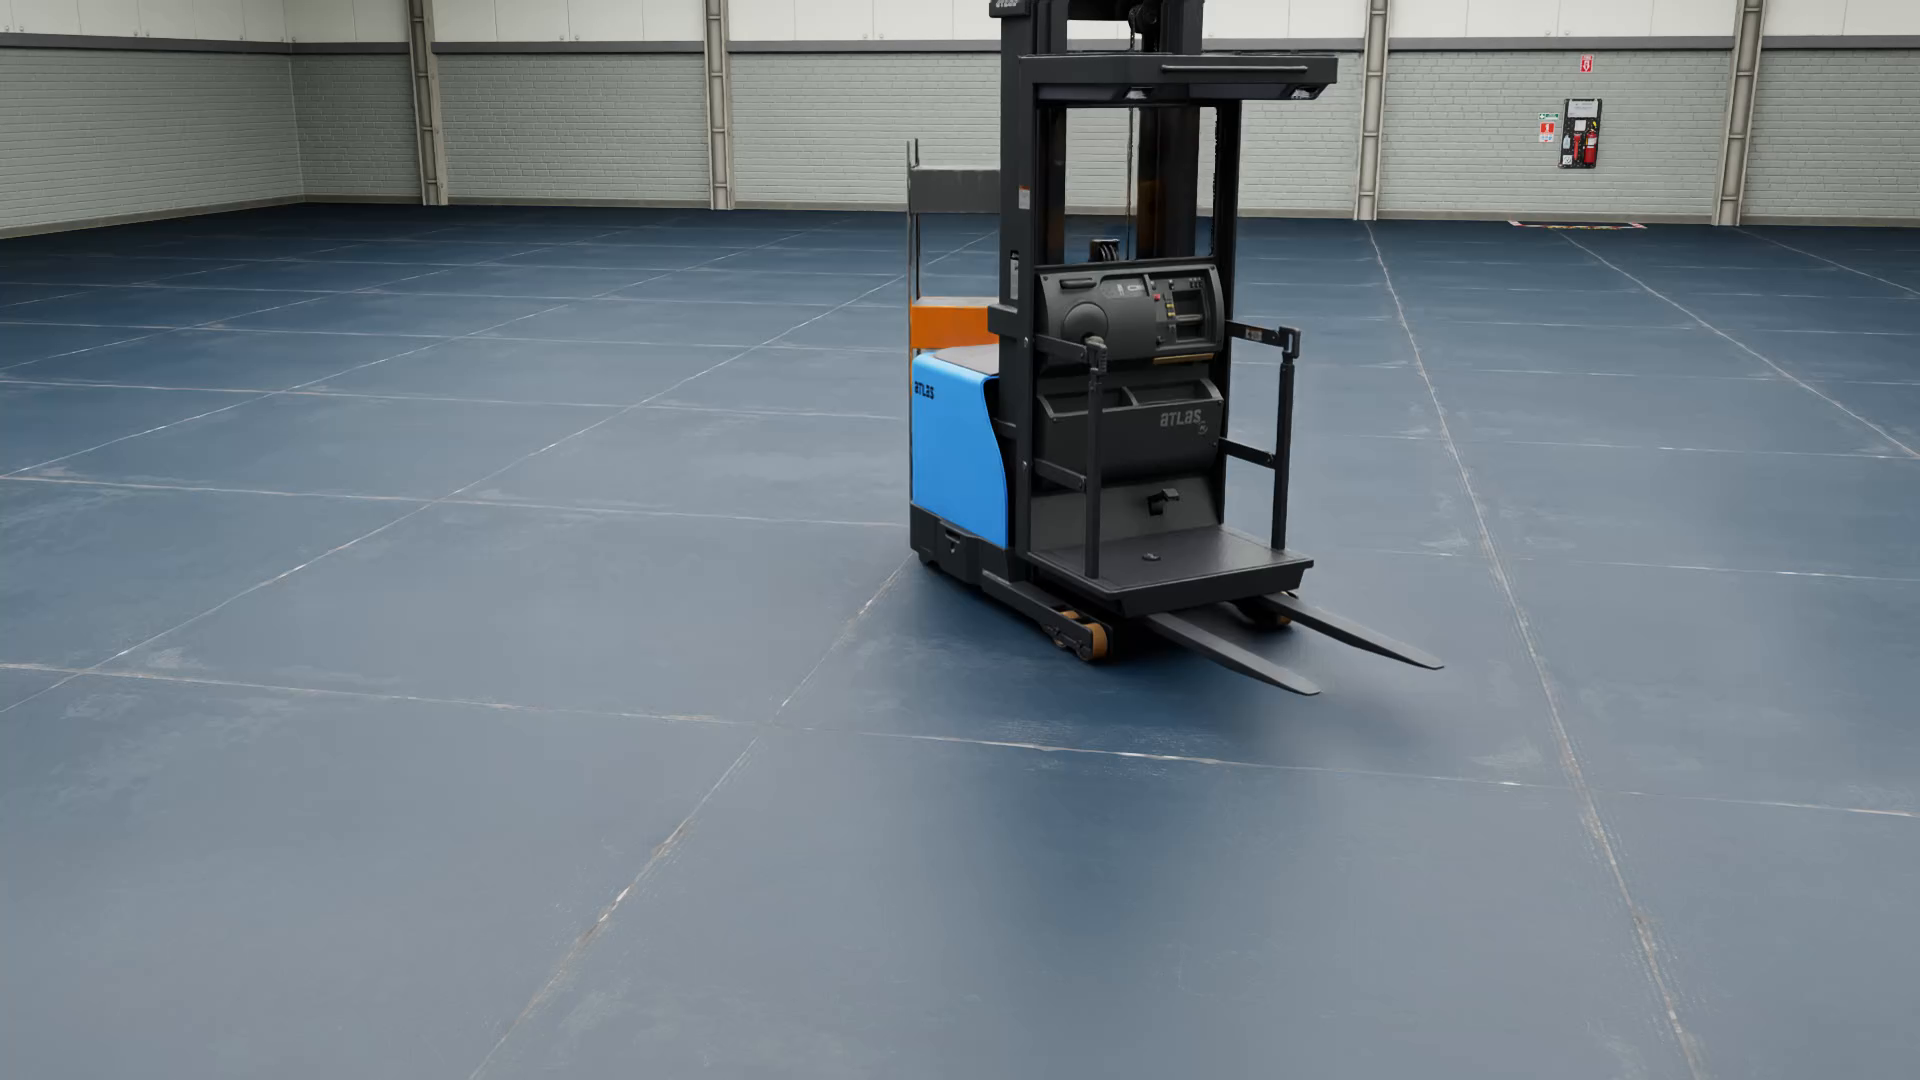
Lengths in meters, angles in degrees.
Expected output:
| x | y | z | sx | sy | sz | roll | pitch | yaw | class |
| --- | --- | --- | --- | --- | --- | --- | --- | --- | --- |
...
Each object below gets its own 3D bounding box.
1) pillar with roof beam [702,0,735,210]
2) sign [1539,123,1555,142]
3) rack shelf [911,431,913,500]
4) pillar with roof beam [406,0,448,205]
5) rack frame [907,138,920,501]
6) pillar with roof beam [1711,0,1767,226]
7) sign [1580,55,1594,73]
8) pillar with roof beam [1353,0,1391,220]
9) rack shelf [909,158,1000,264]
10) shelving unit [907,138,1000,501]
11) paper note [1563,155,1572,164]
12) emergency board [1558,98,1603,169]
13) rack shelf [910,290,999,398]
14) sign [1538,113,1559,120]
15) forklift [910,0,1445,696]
| x | y | z | sx | sy | sz | roll | pitch | yaw | class |
| --- | --- | --- | --- | --- | --- | --- | --- | --- | --- |
| -5.405 | -9.562 | 26.655 | 0.400 | 9.000 | 9.100 | 3 | 16 | 11 | pillar with roof beam |
| 10.157 | -7.055 | 28.774 | 0.234 | 0.329 | 0.001 | 3 | 16 | 11 | sign |
| -0.004 | -0.378 | 9.098 | 0.480 | 0.518 | 0.431 | 1 | 16 | 5 | rack shelf |
| -11.284 | -9.881 | 27.807 | 0.400 | 9.000 | 9.100 | 3 | 16 | 11 | pillar with roof beam |
| -0.247 | -1.072 | 8.929 | 0.015 | 2.100 | 0.400 | 1 | 16 | 5 | rack frame |
| 12.234 | -8.605 | 23.198 | 0.400 | 9.000 | 9.100 | 3 | 16 | 11 | pillar with roof beam |
| 10.690 | -8.125 | 28.361 | 0.199 | 0.298 | 0.001 | 3 | 16 | 11 | sign |
| 6.355 | -8.924 | 24.350 | 0.400 | 9.000 | 9.100 | 3 | 16 | 11 | pillar with roof beam |
| -0.004 | -1.728 | 8.724 | 0.480 | 0.518 | 0.431 | 1 | 16 | 5 | rack shelf |
| -0.004 | -1.066 | 8.907 | 0.503 | 2.100 | 0.431 | 1 | 16 | 5 | shelving unit |
| 10.518 | -6.584 | 28.792 | 0.142 | 0.148 | 0.016 | 3 | 16 | 11 | paper note |
| 10.678 | -6.981 | 28.575 | 0.643 | 1.169 | 0.194 | 3 | 16 | 11 | emergency board |
| -0.004 | -1.053 | 8.911 | 0.480 | 0.518 | 0.431 | 1 | 16 | 5 | rack shelf |
| 10.160 | -7.307 | 28.694 | 0.331 | 0.109 | 0.001 | 3 | 16 | 11 | sign |
| 0.873 | -1.029 | 7.215 | 1.130 | 2.935 | 3.031 | -8 | 17 | -27 | forklift |
